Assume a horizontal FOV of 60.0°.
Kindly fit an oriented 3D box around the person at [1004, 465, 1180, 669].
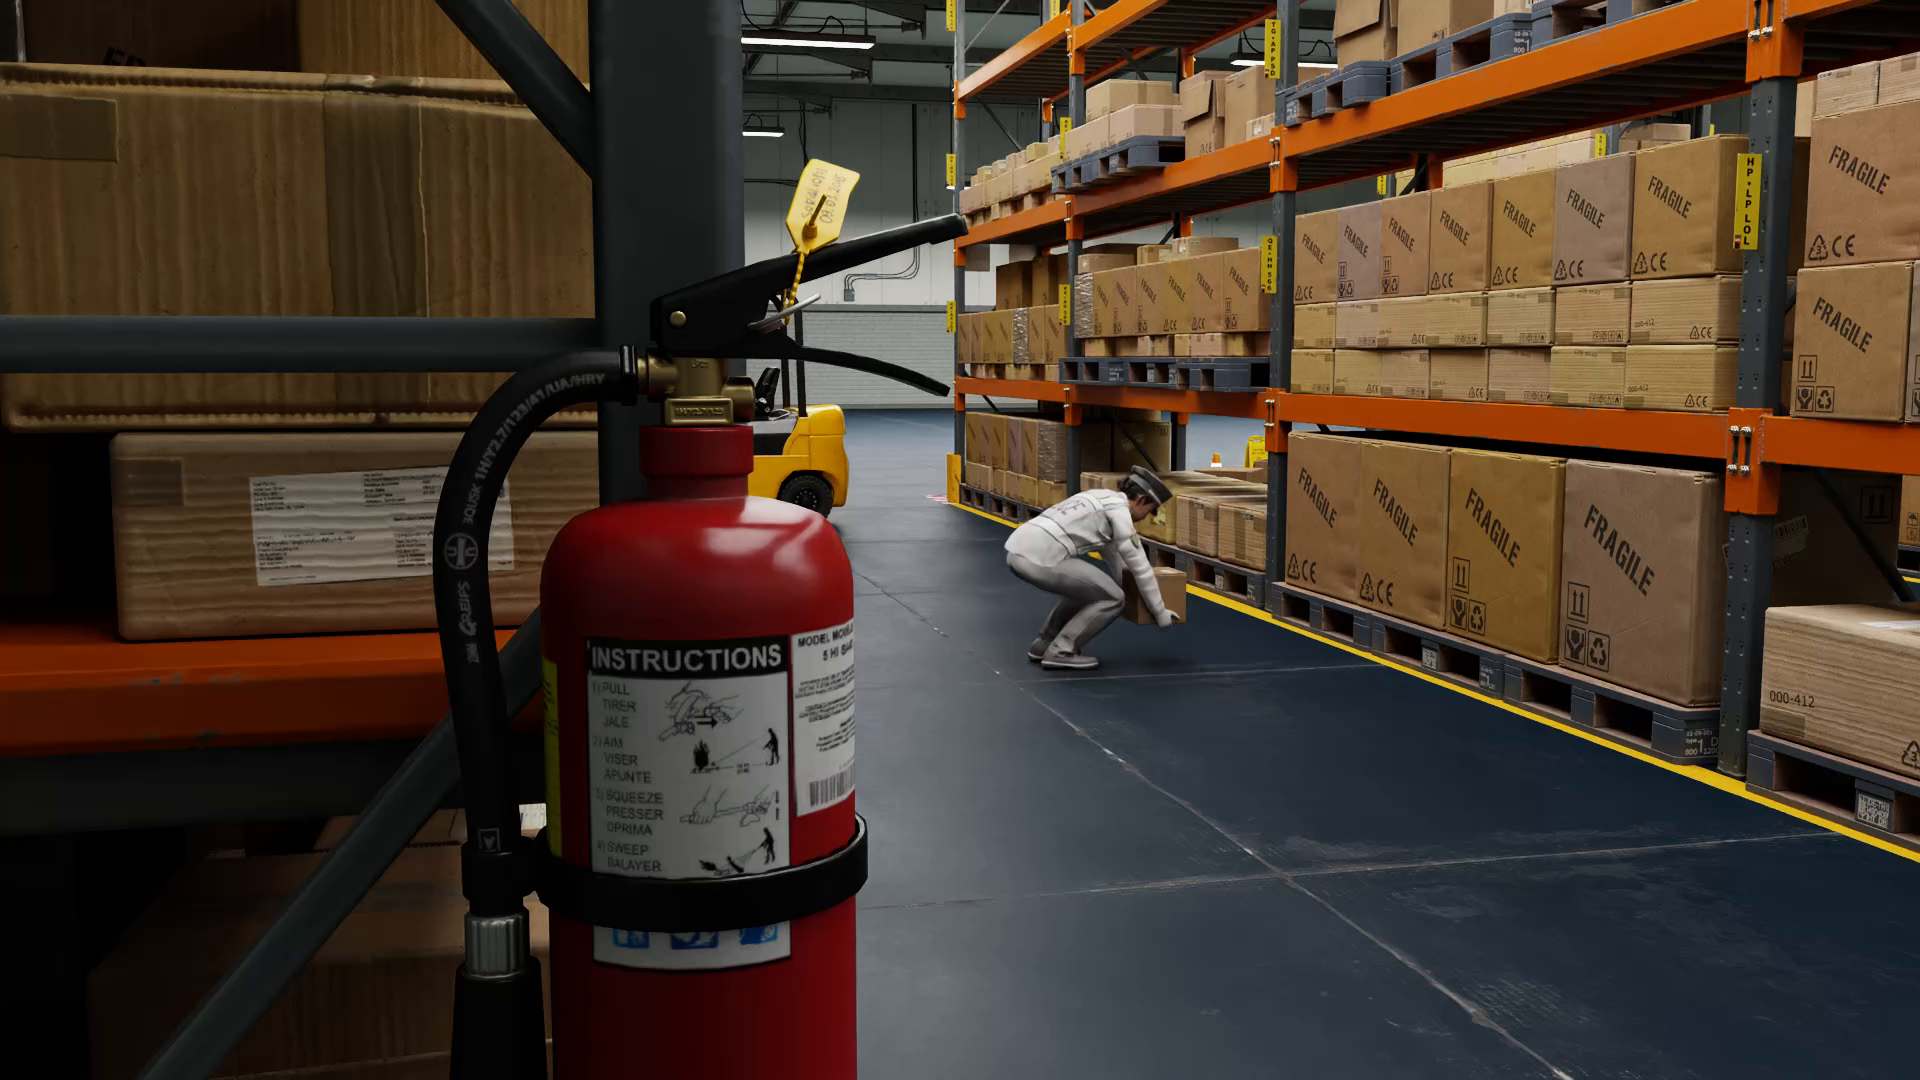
[{"bbox_3d":[0.648,0.128,8.203,0.868,0.982,0.458,-2,6,-15],"label":"person"}]
